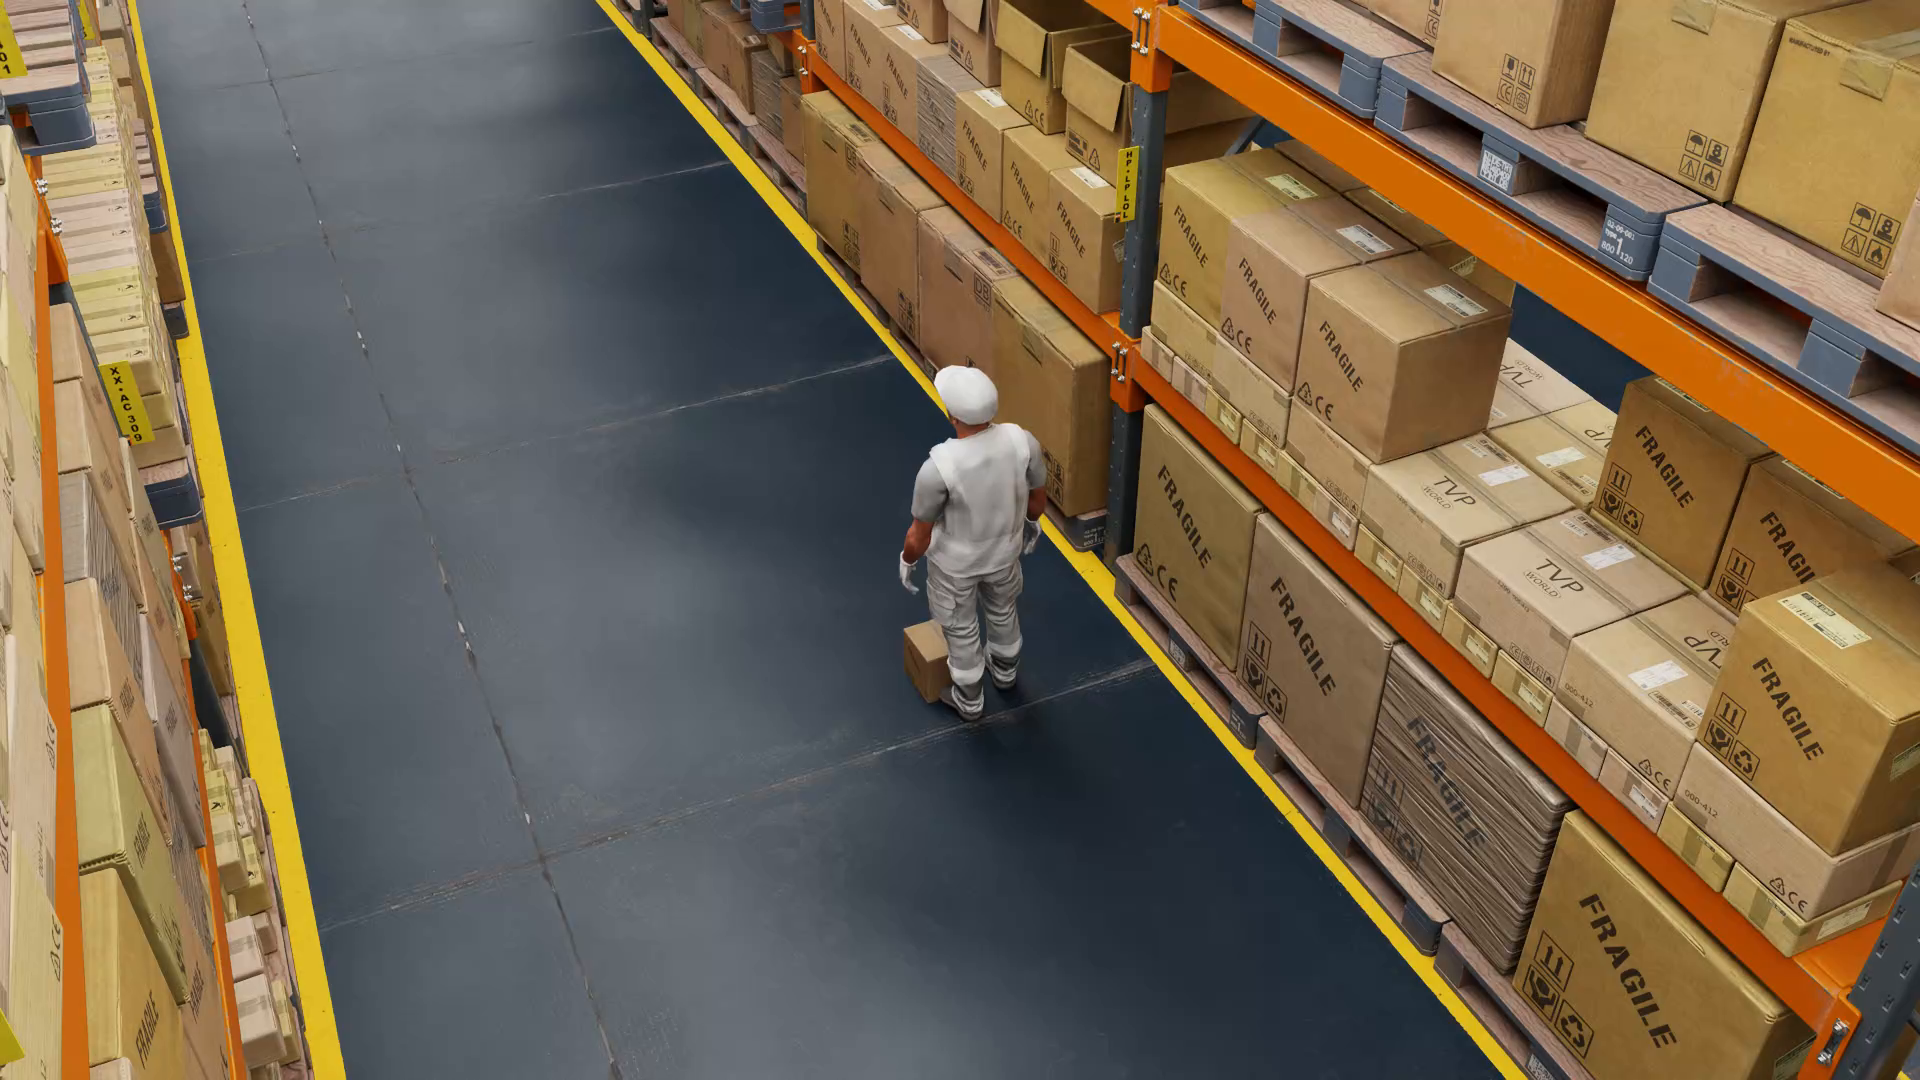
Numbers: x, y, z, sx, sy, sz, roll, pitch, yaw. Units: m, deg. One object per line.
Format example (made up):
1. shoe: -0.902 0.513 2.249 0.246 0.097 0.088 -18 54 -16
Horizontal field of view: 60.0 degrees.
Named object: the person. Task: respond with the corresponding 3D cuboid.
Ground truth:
1. person: 0.028 0.001 6.819 0.637 1.788 0.564 -16 40 -20
